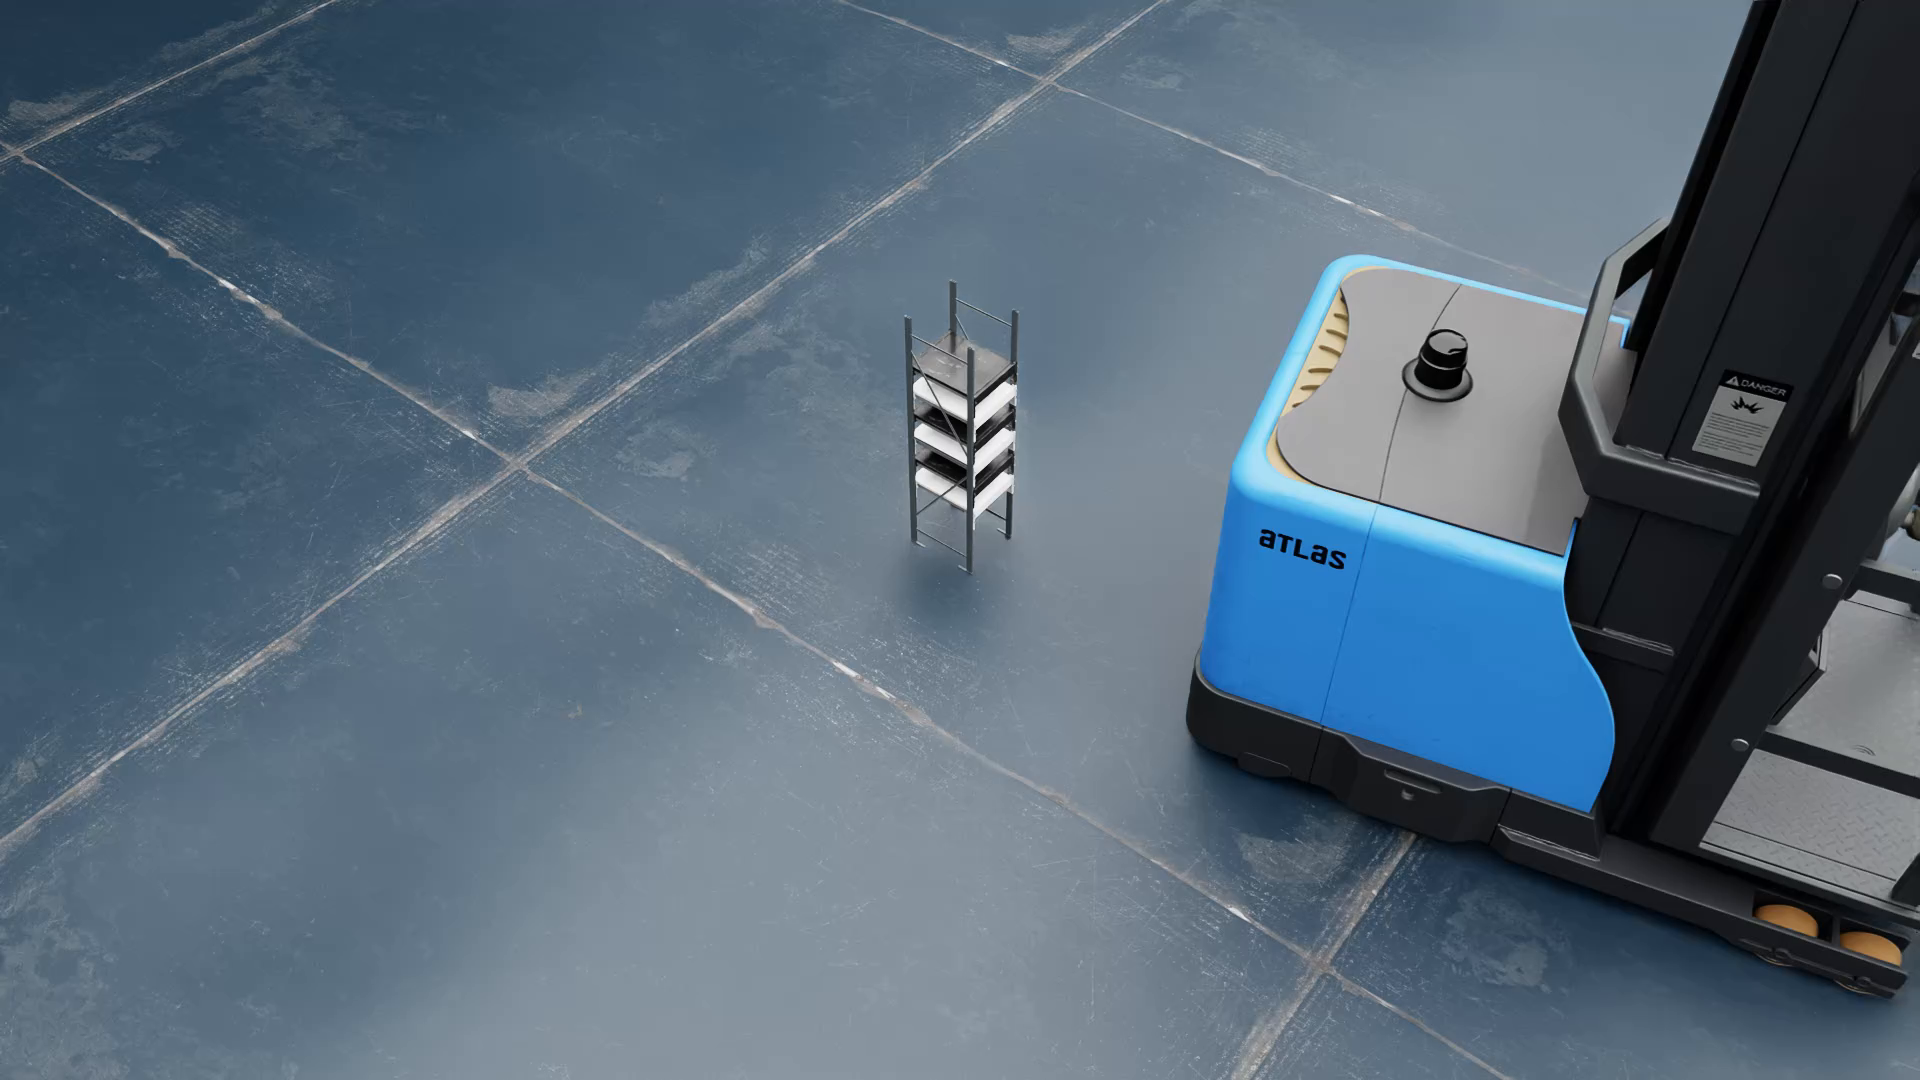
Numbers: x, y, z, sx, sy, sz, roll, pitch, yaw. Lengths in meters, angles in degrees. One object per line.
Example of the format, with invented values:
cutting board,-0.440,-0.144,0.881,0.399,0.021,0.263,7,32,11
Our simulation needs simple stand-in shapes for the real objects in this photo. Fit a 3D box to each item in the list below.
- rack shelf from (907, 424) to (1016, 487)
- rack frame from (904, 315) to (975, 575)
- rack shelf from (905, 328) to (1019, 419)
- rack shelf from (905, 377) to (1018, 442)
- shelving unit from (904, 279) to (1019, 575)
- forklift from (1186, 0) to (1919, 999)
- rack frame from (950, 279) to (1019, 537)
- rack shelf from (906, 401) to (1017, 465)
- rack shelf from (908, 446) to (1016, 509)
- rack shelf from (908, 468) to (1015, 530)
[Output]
rack shelf,0.005,-0.292,4.953,0.258,0.077,0.200,29,53,25
rack frame,-0.057,-0.257,4.873,0.240,0.900,0.006,29,53,25
rack shelf,0.005,-0.479,4.758,0.258,0.077,0.200,29,53,25
rack shelf,0.005,-0.417,4.823,0.258,0.077,0.200,29,53,25
shelving unit,0.005,-0.315,4.929,0.258,0.900,0.210,29,53,25
forklift,2.197,-0.319,3.528,3.031,2.935,1.130,18,49,16
rack frame,0.067,-0.374,4.985,0.240,0.900,0.006,29,53,25
rack shelf,0.005,-0.355,4.888,0.258,0.077,0.200,29,53,25
rack shelf,0.005,-0.230,5.018,0.258,0.077,0.200,29,53,25
rack shelf,0.005,-0.168,5.083,0.258,0.077,0.200,29,53,25
